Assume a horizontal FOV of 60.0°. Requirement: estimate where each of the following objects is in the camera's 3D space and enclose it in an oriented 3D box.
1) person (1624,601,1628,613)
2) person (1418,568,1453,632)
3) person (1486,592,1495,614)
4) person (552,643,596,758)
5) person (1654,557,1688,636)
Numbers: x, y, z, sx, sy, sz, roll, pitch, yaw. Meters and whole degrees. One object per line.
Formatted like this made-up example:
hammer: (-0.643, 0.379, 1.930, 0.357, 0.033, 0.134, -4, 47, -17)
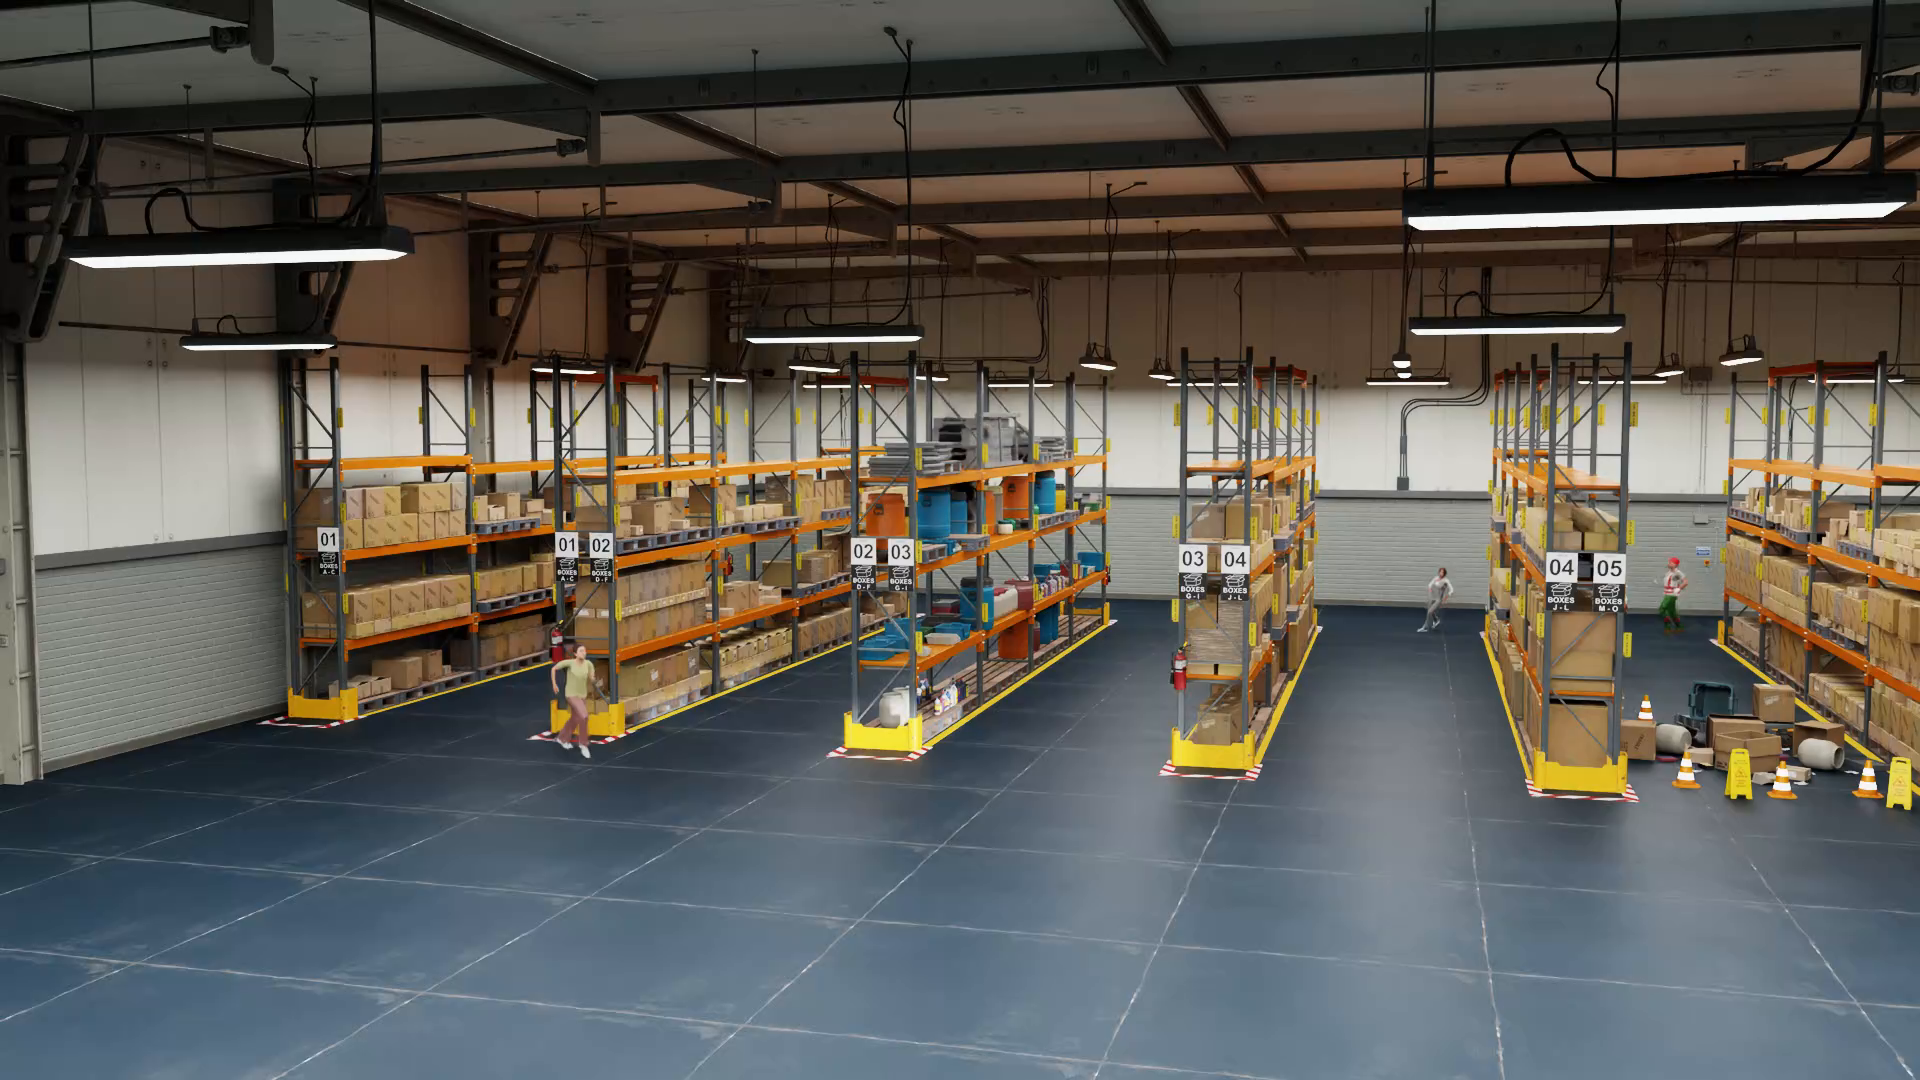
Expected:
person: (13.460, 1.678, 34.379, 0.607, 1.654, 0.767, 1, 4, 12)
person: (11.132, 1.408, 38.728, 0.731, 1.499, 0.670, -3, 5, -38)
person: (12.686, 1.323, 39.151, 0.570, 1.622, 0.556, -1, 4, -12)
person: (-5.729, 2.363, 24.707, 0.818, 1.694, 0.599, 4, 6, 42)
person: (16.318, 1.305, 38.201, 0.705, 1.824, 0.632, 1, 4, 8)
